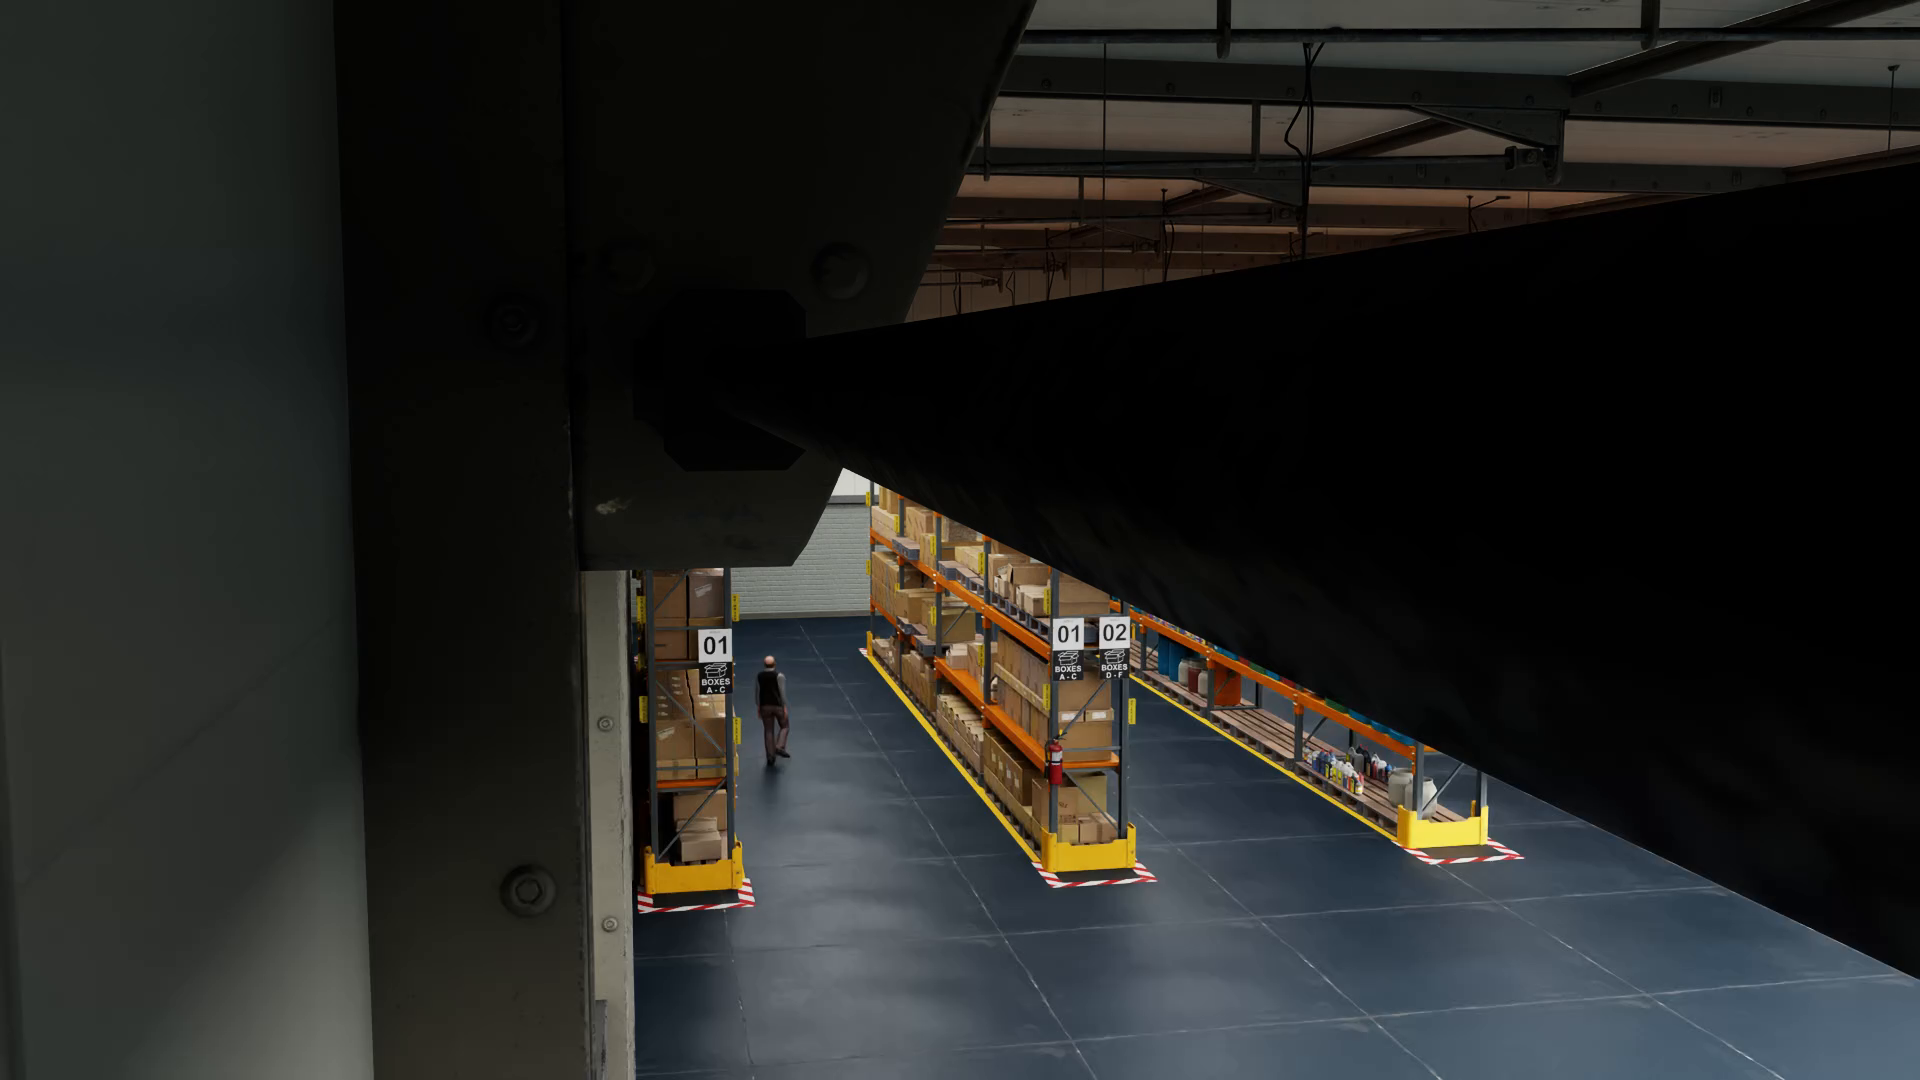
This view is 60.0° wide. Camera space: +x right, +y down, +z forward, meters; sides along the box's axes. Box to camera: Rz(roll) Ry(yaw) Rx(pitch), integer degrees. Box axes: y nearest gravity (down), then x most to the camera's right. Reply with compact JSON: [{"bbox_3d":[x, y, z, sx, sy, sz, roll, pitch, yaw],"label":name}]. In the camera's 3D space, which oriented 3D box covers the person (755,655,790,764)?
[{"bbox_3d":[-3.004,2.695,26.592,0.570,1.708,0.464,1,6,5],"label":"person"}]
